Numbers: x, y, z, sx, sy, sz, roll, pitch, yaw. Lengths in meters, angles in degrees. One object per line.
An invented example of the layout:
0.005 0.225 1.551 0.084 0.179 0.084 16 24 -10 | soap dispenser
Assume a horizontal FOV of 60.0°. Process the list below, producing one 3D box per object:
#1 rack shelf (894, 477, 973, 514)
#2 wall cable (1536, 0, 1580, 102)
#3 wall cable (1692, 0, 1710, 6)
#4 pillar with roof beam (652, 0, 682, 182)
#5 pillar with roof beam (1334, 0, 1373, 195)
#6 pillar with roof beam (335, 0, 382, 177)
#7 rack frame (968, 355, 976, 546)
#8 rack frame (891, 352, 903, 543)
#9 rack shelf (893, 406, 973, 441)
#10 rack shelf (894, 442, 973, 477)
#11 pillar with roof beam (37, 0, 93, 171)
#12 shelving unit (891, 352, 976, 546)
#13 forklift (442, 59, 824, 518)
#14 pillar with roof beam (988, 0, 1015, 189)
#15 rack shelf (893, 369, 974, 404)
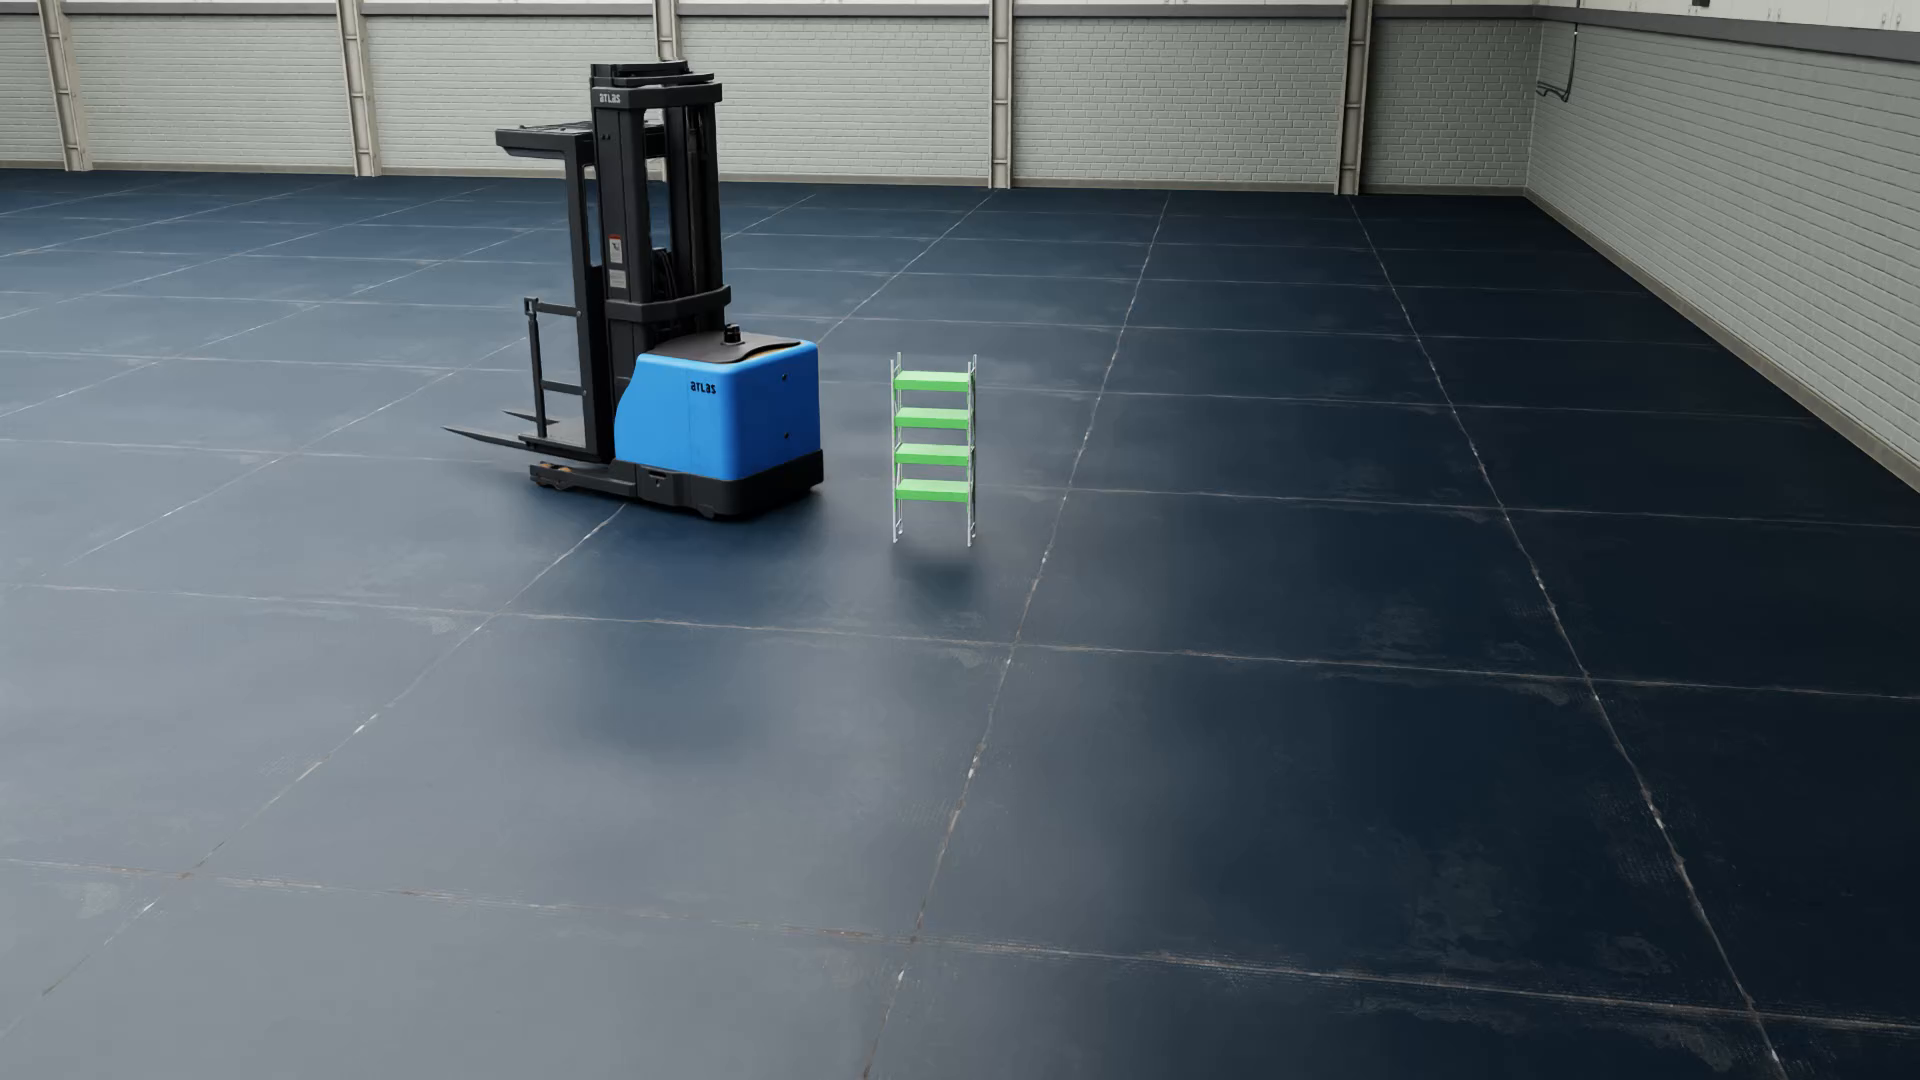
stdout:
-0.163 -0.289 10.734 0.480 0.148 0.258 3 19 9 | rack shelf
9.341 -8.190 25.991 0.112 2.526 3.097 3 19 9 | wall cable
7.819 -8.302 16.073 0.169 6.003 2.305 3 19 9 | wall cable
-5.889 -9.480 24.954 0.400 9.000 9.100 3 19 9 | pillar with roof beam
5.959 -8.876 23.149 0.400 9.000 9.100 3 19 9 | pillar with roof beam
-11.813 -9.782 25.857 0.400 9.000 9.100 3 19 9 | pillar with roof beam
0.077 -0.565 10.601 0.015 1.200 0.240 3 19 9 | rack frame
-0.404 -0.590 10.674 0.015 1.200 0.240 3 19 9 | rack frame
-0.163 -0.744 10.582 0.480 0.148 0.258 3 19 9 | rack shelf
-0.163 -0.517 10.658 0.480 0.148 0.258 3 19 9 | rack shelf
-17.737 -10.084 26.759 0.400 9.000 9.100 3 19 9 | pillar with roof beam
-0.163 -0.577 10.638 0.503 1.200 0.258 3 19 9 | shelving unit
-2.490 -1.870 11.774 3.031 2.935 1.130 11 22 31 | forklift
0.035 -9.178 24.052 0.400 9.000 9.100 3 19 9 | pillar with roof beam
-0.163 -0.972 10.506 0.480 0.148 0.258 3 19 9 | rack shelf
